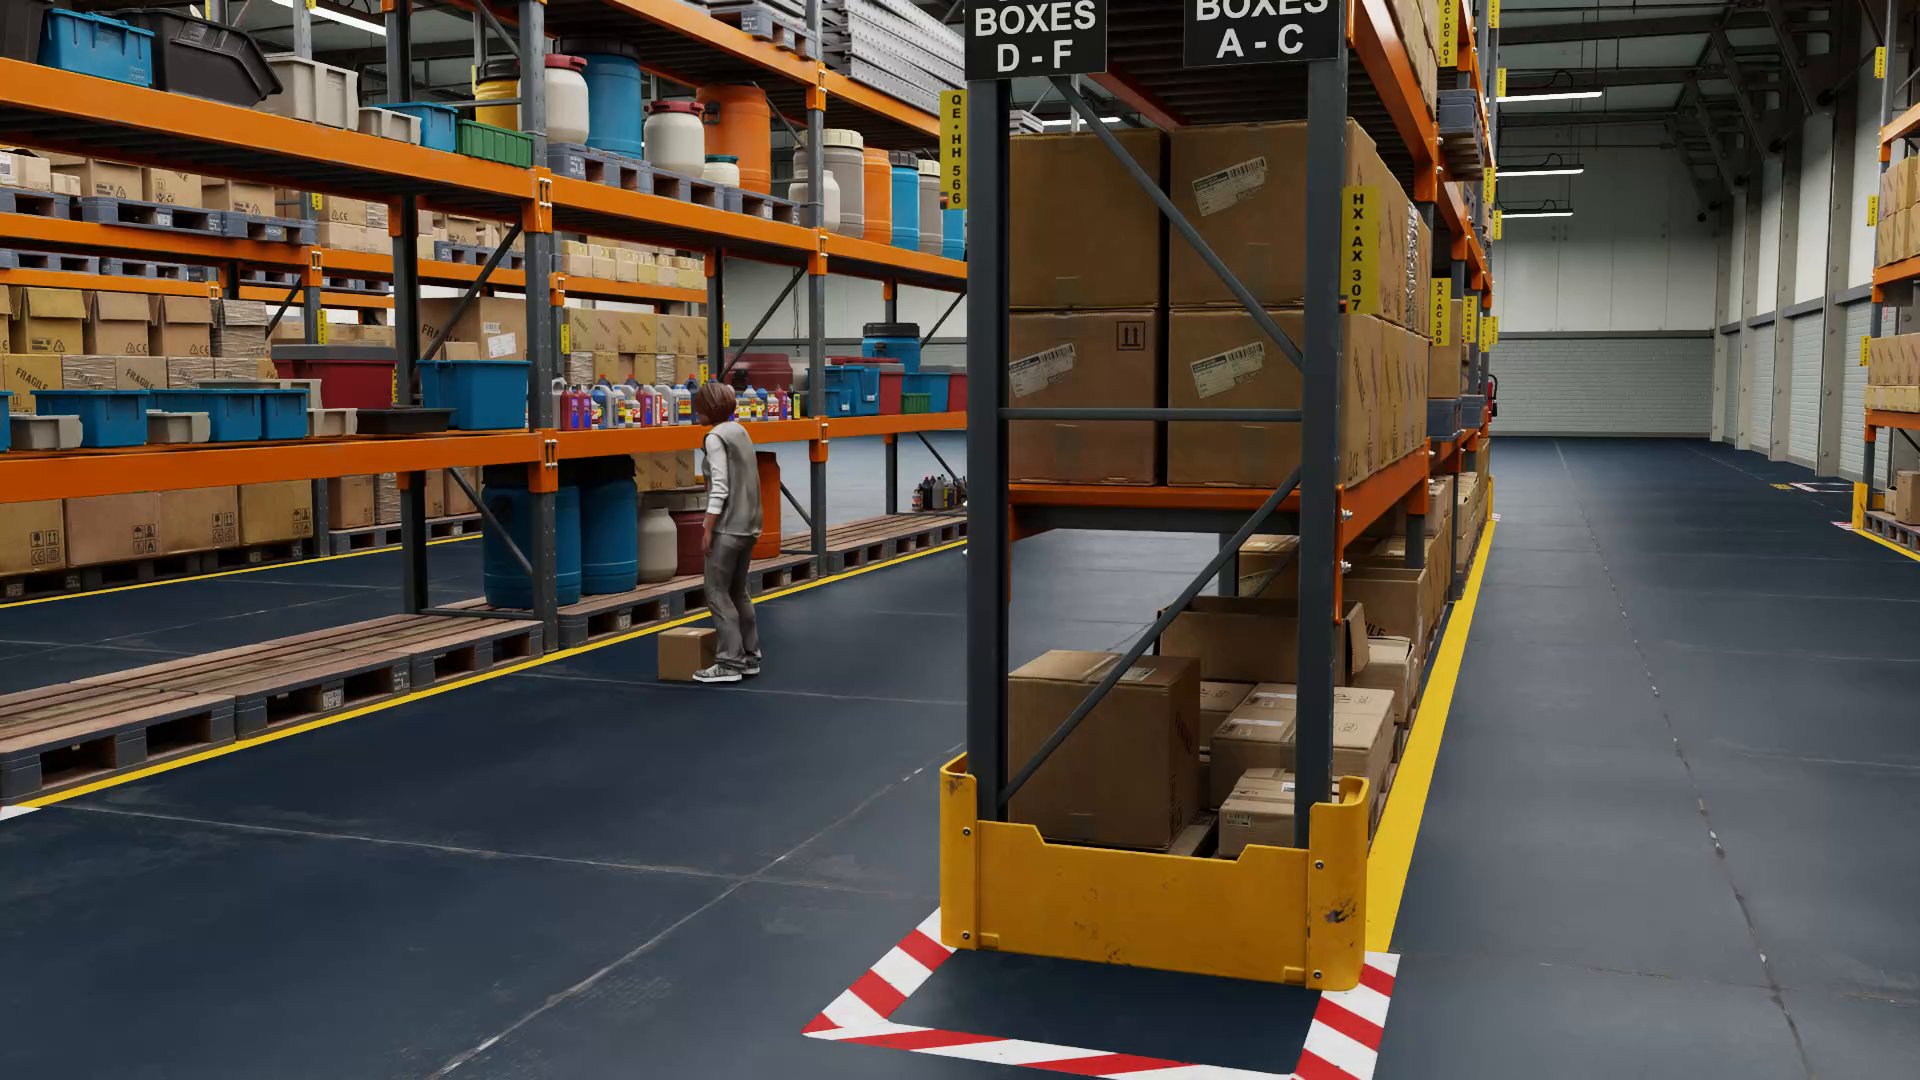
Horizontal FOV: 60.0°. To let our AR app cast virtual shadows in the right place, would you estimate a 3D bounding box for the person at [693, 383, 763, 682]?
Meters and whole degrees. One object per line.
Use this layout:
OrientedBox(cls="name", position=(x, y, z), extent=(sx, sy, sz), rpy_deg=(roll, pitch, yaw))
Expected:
OrientedBox(cls="person", position=(-1.238, -0.042, 8.896), extent=(0.344, 1.594, 0.485), rpy_deg=(2, 6, 15))
